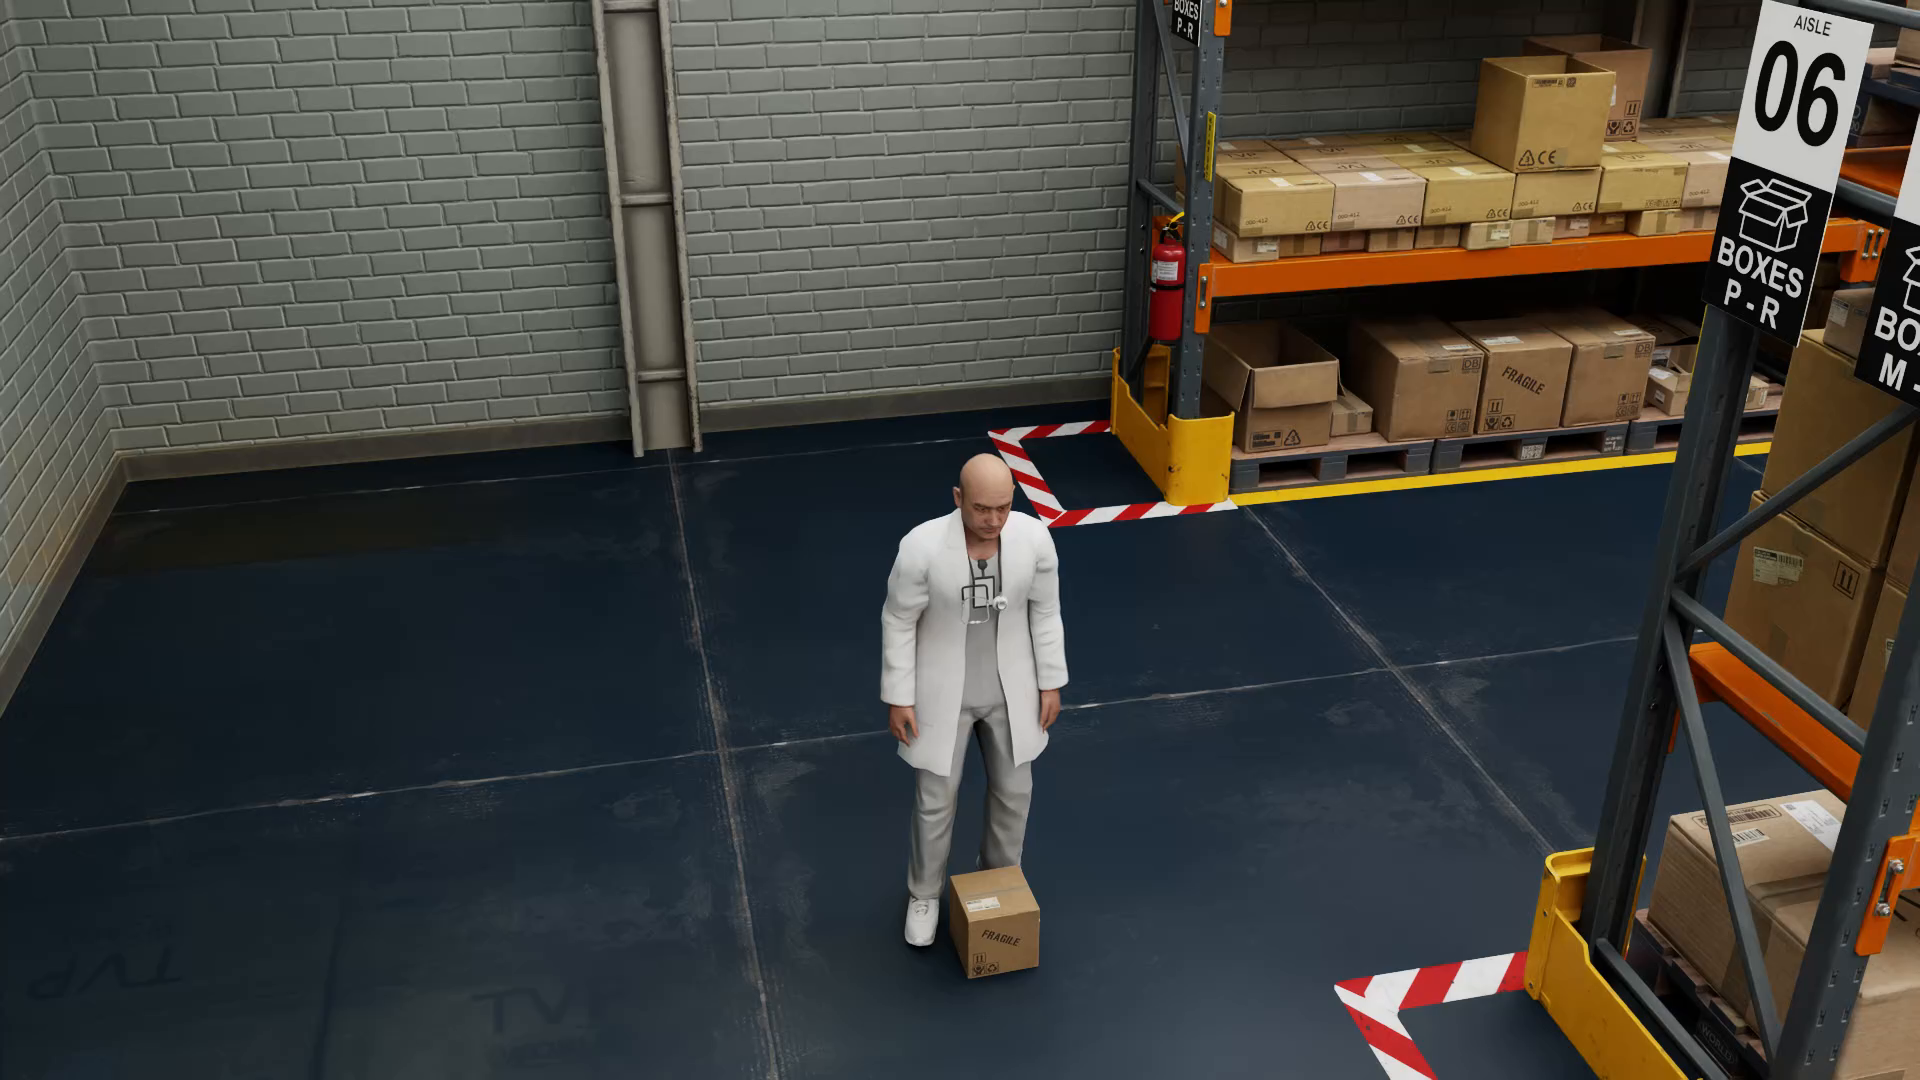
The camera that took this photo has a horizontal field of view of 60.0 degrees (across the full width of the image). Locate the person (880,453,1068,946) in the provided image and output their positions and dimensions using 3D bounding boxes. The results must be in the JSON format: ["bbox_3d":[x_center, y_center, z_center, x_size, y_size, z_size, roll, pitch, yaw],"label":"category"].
[{"bbox_3d":[0.050,0.519,5.586,0.643,1.773,0.427,-6,27,-11],"label":"person"}]
